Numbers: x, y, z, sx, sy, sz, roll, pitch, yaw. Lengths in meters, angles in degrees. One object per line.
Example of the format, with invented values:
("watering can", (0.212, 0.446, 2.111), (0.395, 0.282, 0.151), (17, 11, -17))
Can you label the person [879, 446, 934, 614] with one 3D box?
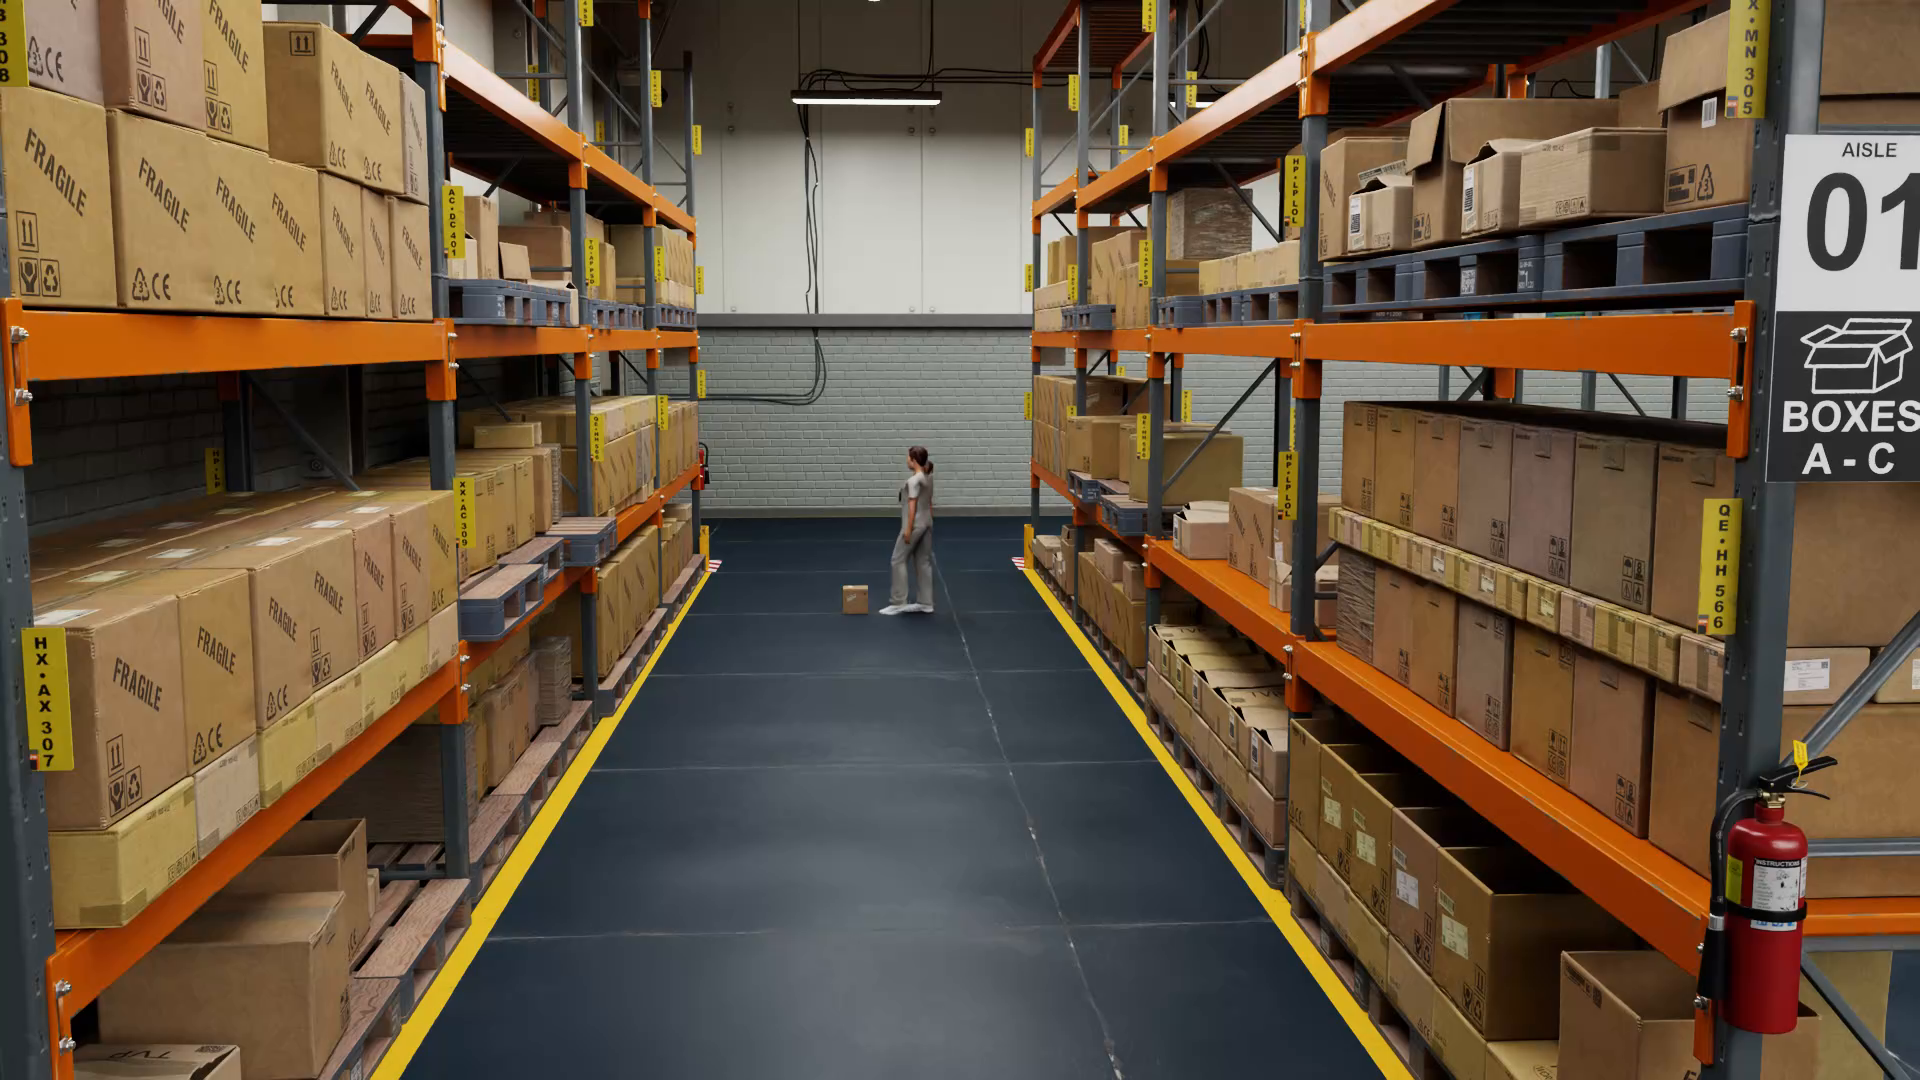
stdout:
("person", (-0.498, -0.099, 16.609), (0.526, 1.698, 0.442), (4, 8, 27))
